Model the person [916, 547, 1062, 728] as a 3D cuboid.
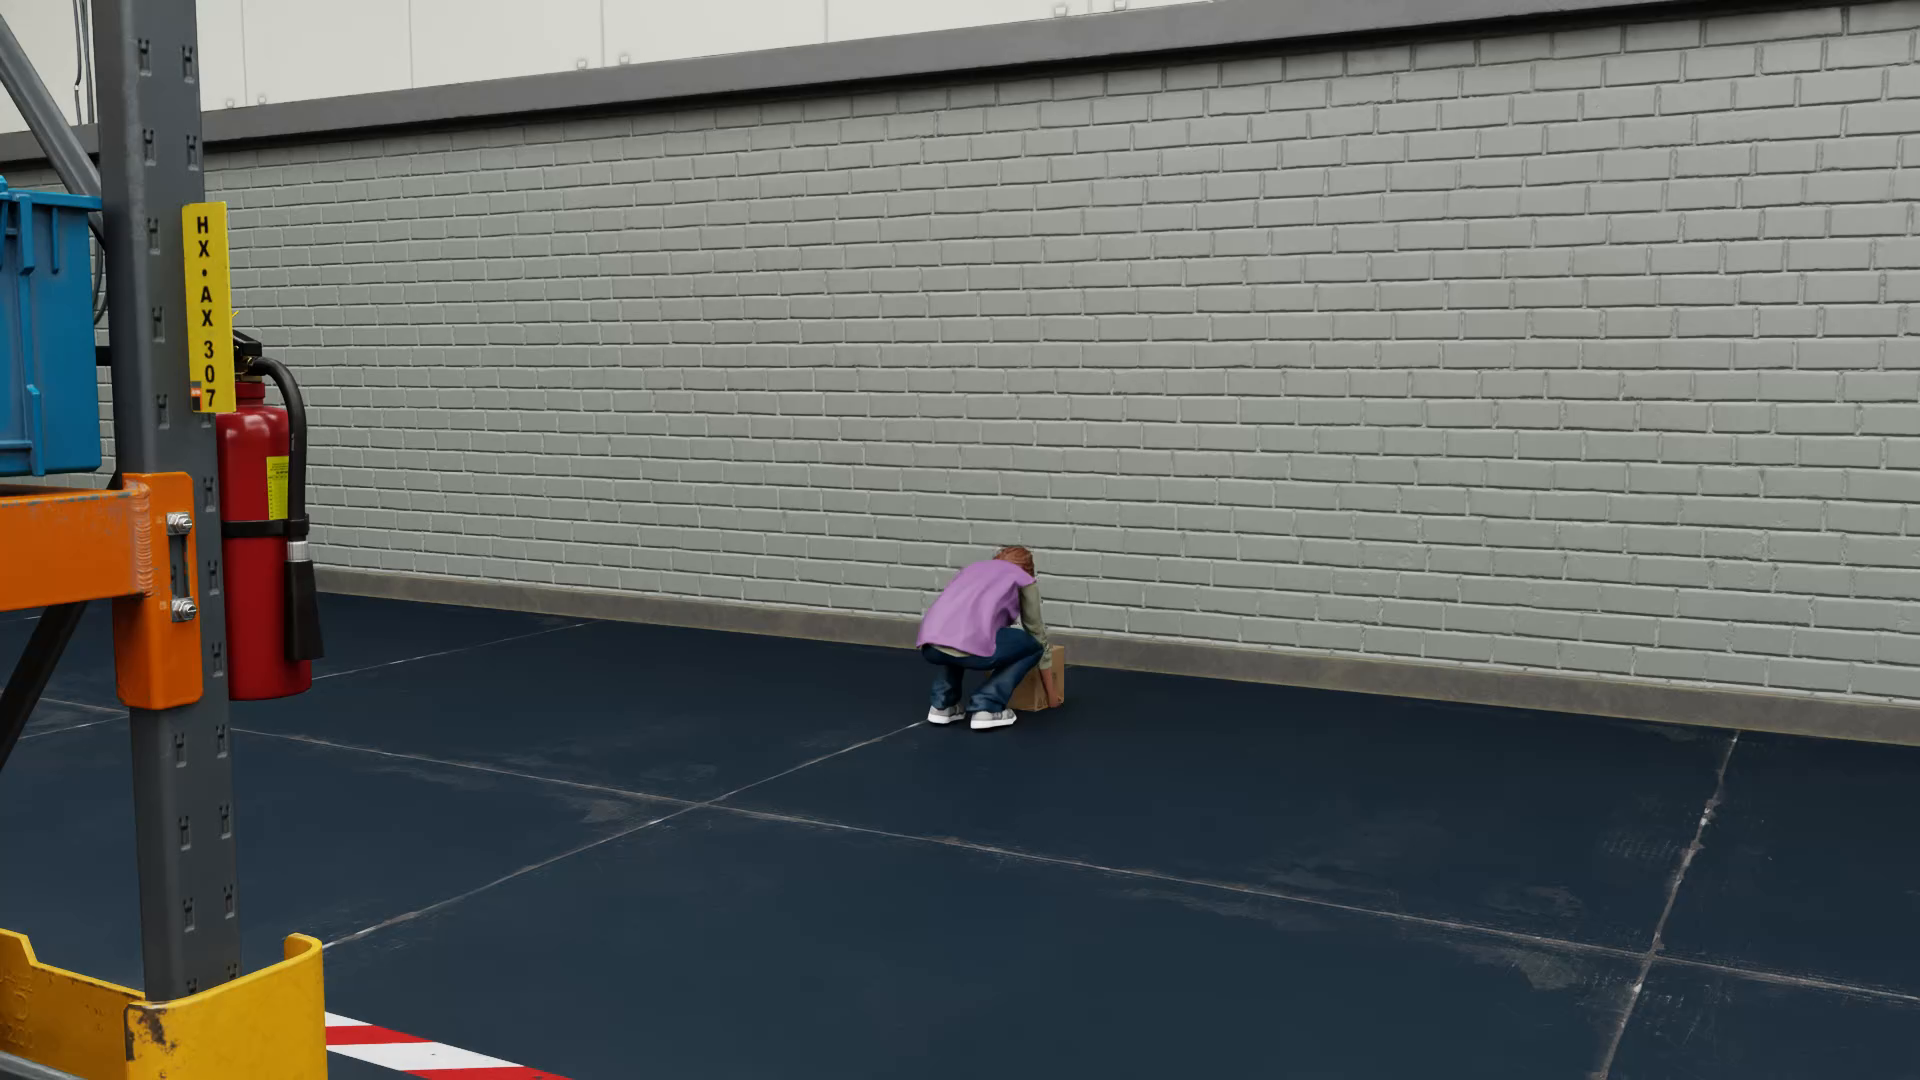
[{"bbox_3d":[0.115,0.439,7.003,0.435,0.754,0.831,4,7,31],"label":"person"}]
